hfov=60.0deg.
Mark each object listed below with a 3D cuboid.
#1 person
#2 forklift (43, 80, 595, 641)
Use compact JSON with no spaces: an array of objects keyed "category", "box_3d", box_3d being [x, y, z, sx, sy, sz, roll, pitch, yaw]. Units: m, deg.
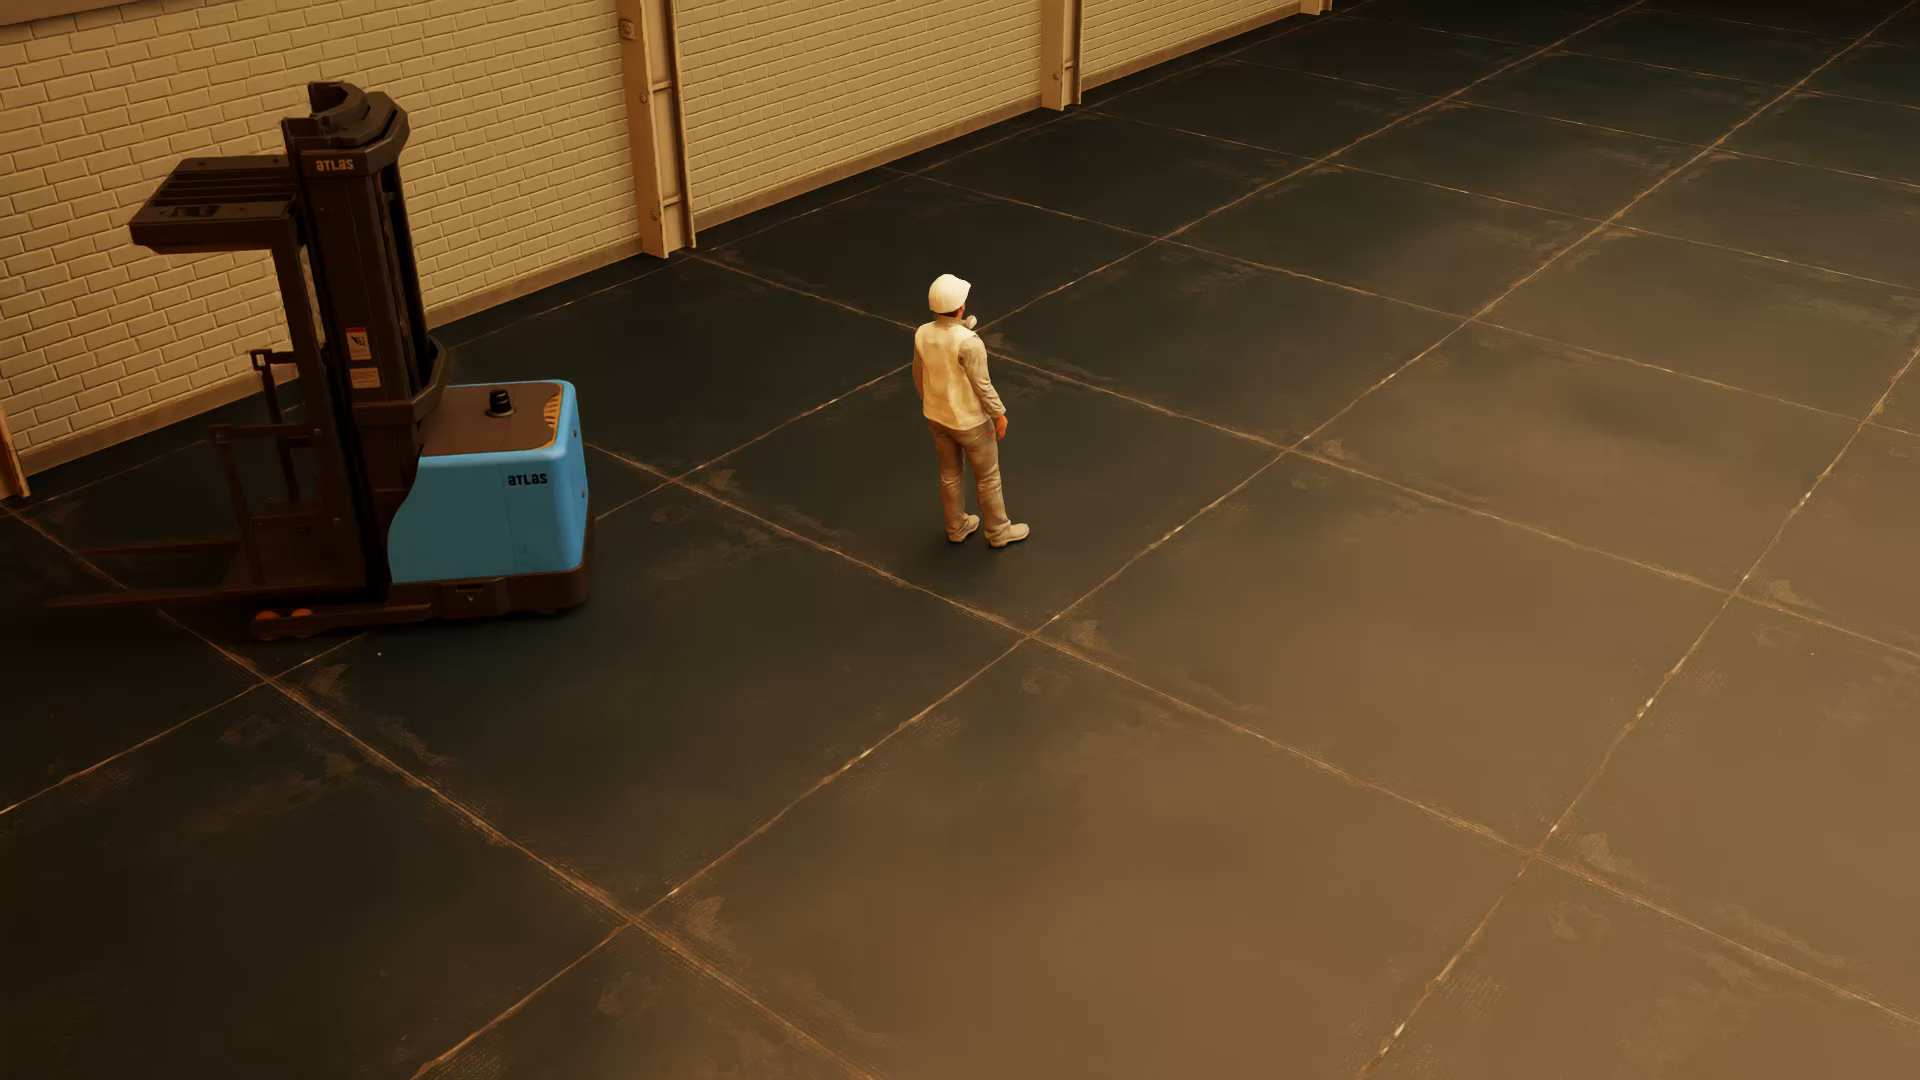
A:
[{"category":"person","box_3d":[0.045,-0.795,10.086,0.633,1.774,0.568,22,37,33]},{"category":"forklift","box_3d":[-3.748,-0.974,9.261,3.031,2.935,1.130,-4,31,-7]}]
